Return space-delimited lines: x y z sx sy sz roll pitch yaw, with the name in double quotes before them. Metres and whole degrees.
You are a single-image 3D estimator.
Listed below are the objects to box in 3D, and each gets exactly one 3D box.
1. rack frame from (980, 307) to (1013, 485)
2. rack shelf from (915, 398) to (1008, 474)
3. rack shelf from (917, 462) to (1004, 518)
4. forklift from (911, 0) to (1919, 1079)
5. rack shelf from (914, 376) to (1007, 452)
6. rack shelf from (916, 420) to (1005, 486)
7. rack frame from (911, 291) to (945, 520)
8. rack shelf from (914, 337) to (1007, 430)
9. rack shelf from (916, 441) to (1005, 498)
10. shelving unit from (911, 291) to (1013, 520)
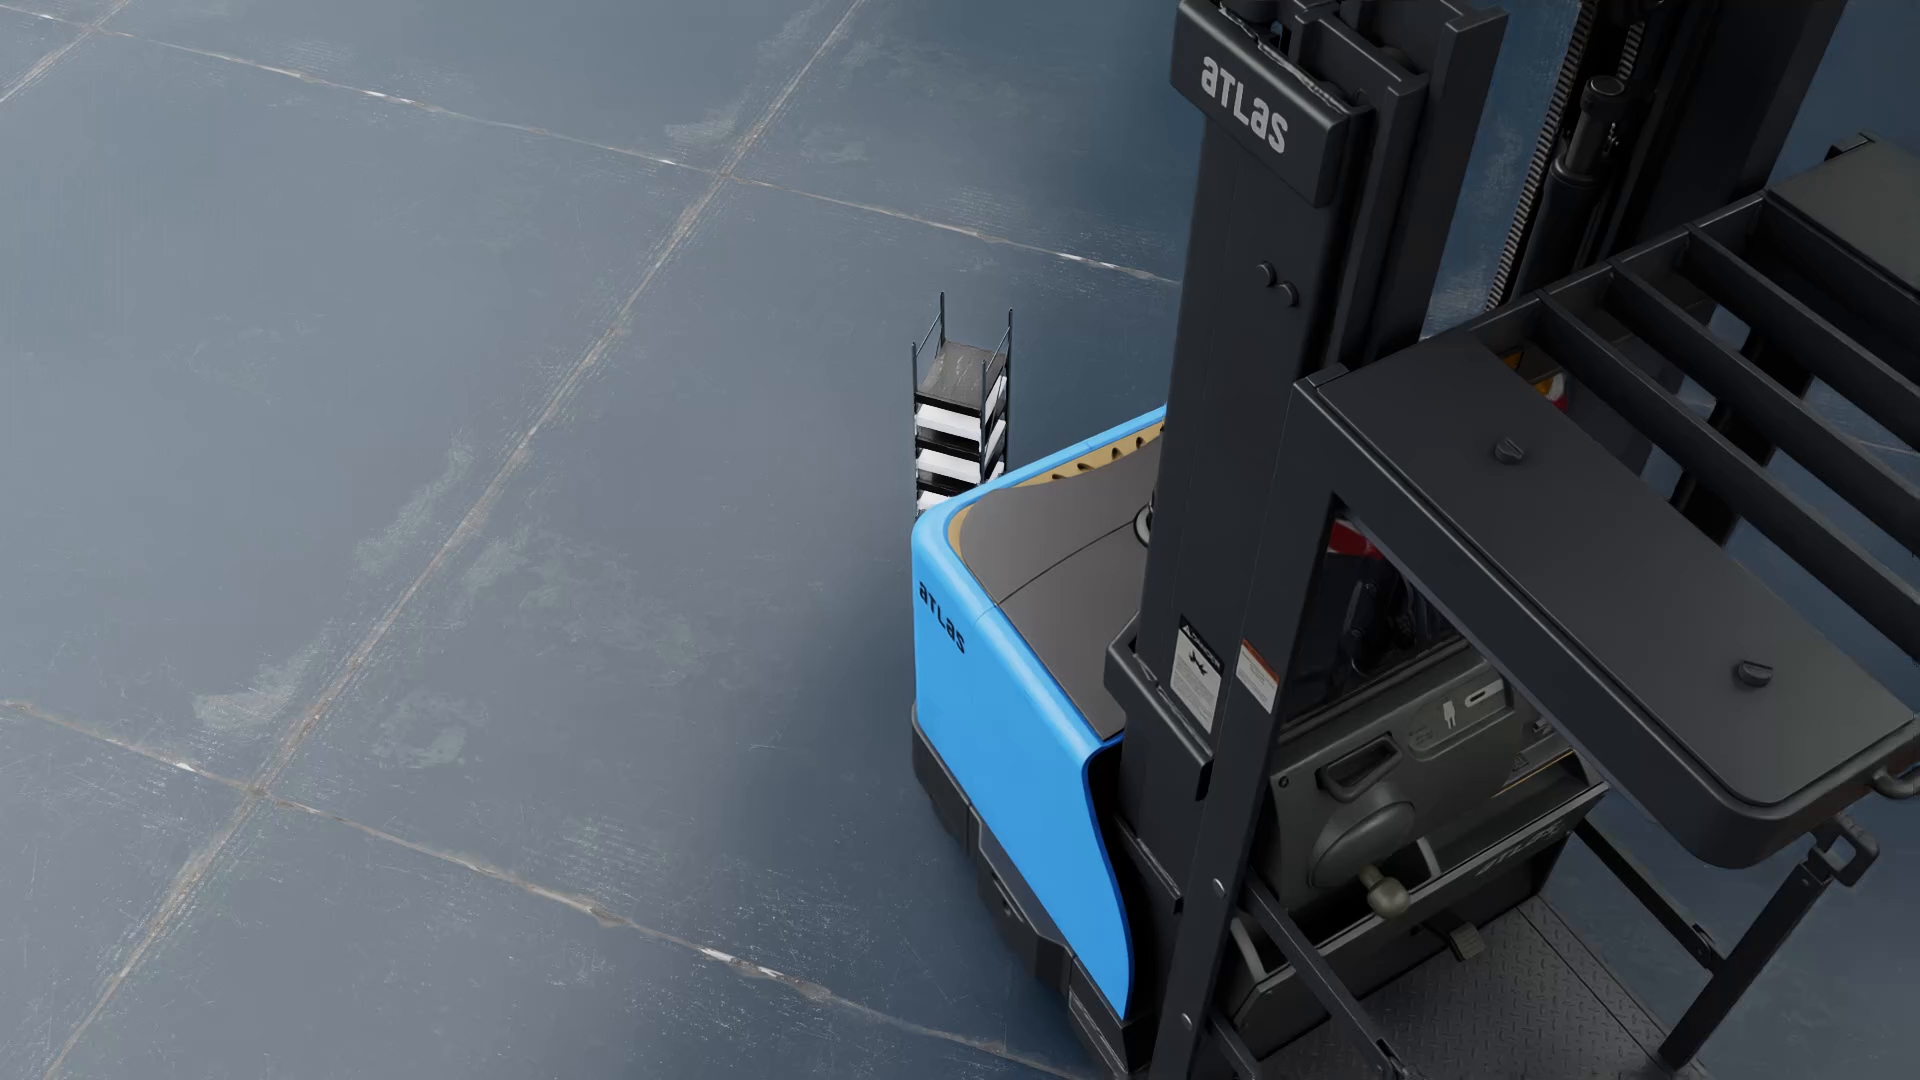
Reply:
"rack frame" 0.103 -0.266 4.885 0.006 0.900 0.240 16 51 13
"rack shelf" 0.008 -0.330 4.865 0.200 0.077 0.258 16 51 13
"rack shelf" 0.008 -0.153 5.069 0.200 0.077 0.258 16 51 13
"forklift" 1.049 0.463 2.909 1.130 2.935 3.031 -24 53 -19
"rack shelf" 0.008 -0.389 4.797 0.200 0.077 0.258 16 51 13
"rack shelf" 0.008 -0.271 4.933 0.200 0.077 0.258 16 51 13
"rack frame" -0.088 -0.319 4.931 0.006 0.900 0.240 16 51 13
"rack shelf" 0.008 -0.448 4.729 0.200 0.077 0.258 16 51 13
"rack shelf" 0.008 -0.212 5.001 0.200 0.077 0.258 16 51 13
"shelving unit" 0.008 -0.293 4.908 0.210 0.900 0.258 16 51 13
